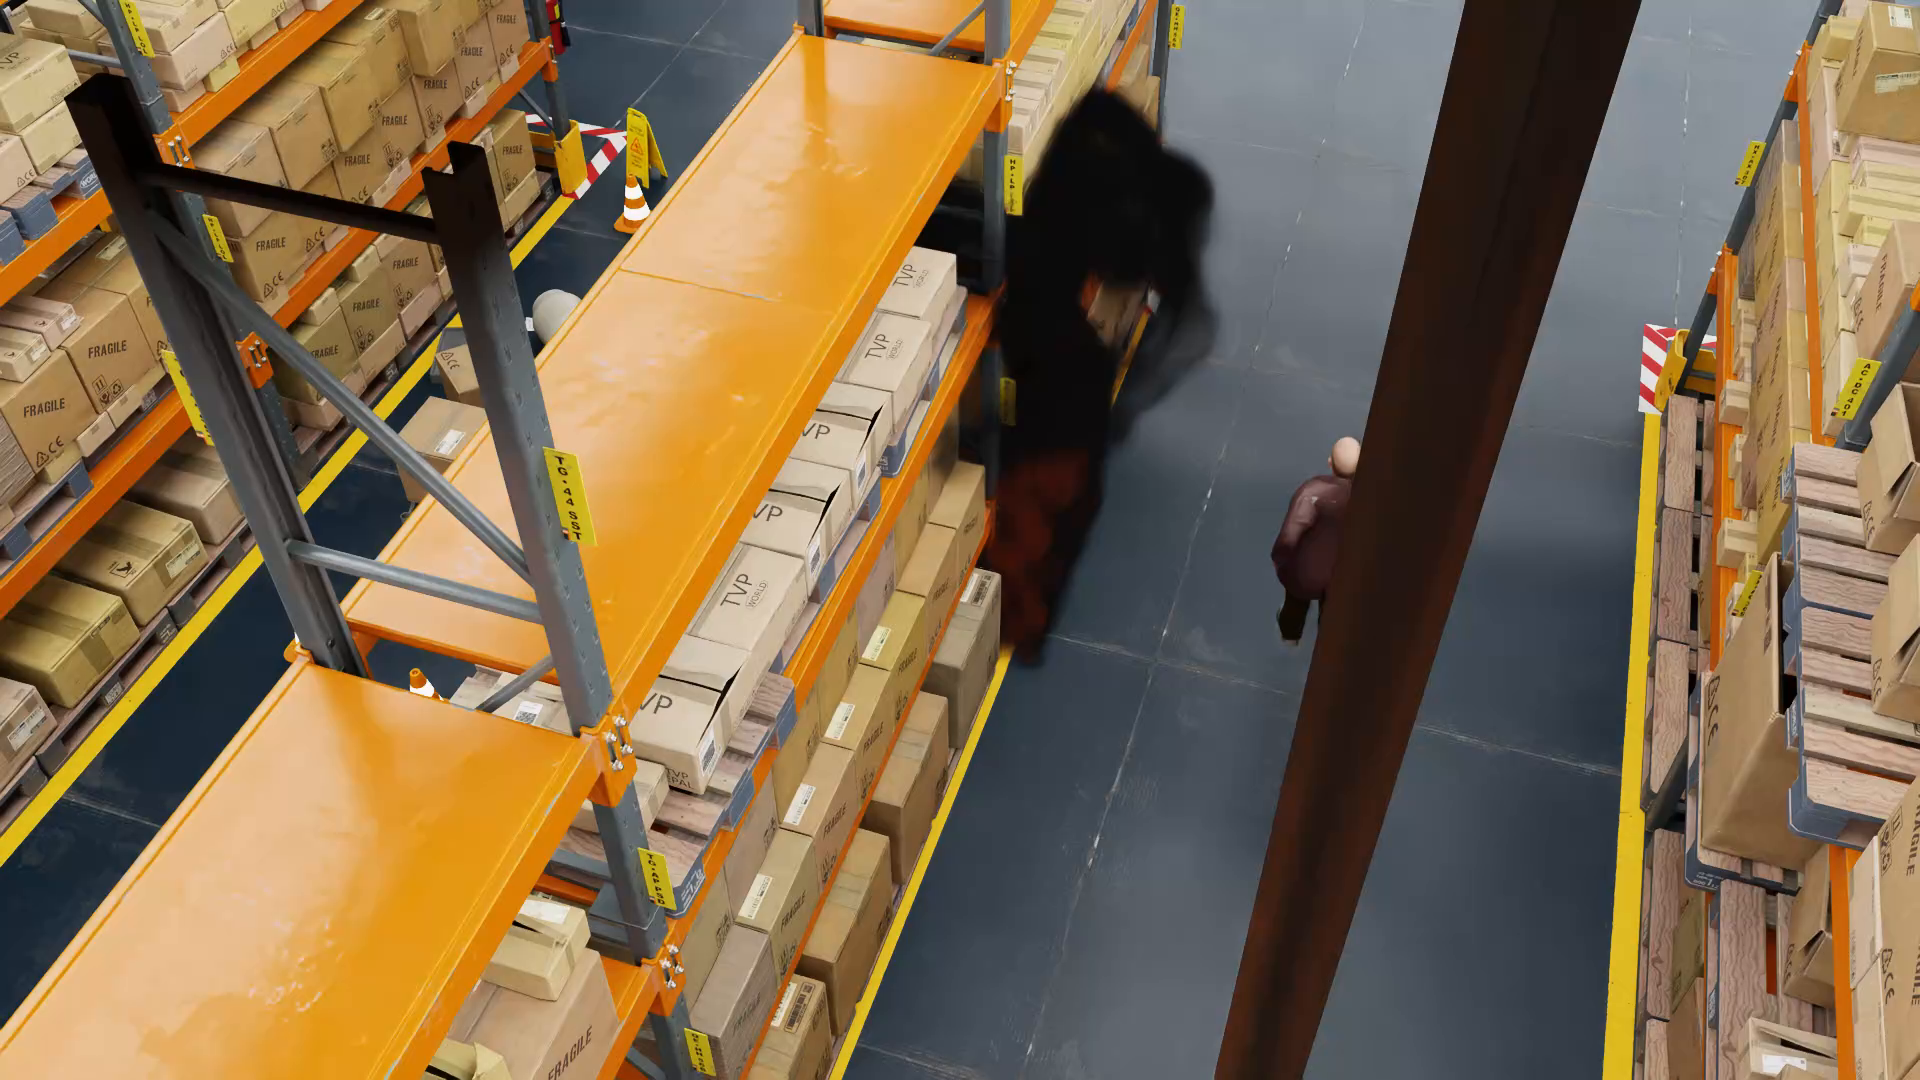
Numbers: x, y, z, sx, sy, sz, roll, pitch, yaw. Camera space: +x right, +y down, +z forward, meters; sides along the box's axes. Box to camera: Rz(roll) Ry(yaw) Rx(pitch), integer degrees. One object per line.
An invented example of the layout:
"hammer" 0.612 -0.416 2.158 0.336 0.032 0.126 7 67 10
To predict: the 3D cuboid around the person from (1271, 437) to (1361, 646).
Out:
"person" 2.052 0.142 9.342 0.716 1.845 0.952 0 46 0
